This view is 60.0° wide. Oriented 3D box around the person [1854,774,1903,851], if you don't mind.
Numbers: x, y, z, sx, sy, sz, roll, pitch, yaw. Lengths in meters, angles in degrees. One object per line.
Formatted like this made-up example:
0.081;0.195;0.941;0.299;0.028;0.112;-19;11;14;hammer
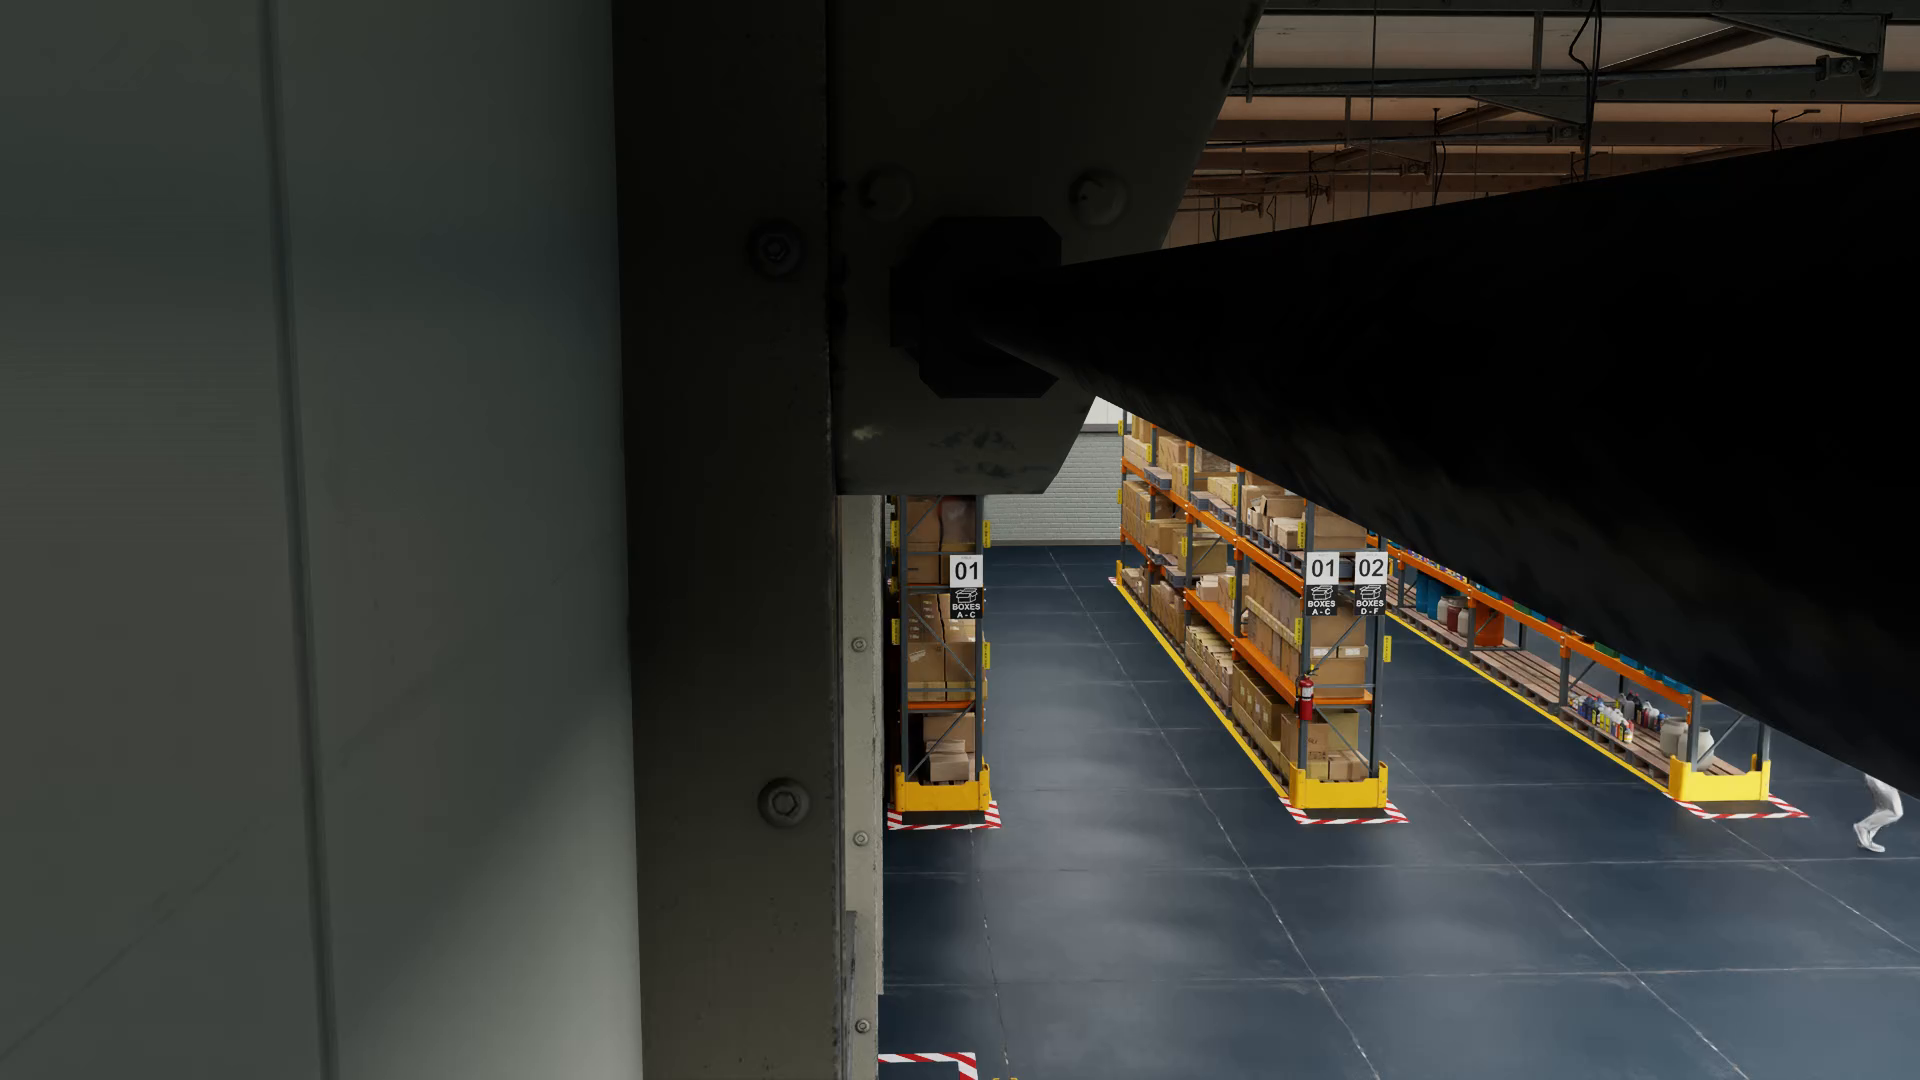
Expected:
10.537;2.733;18.960;0.536;1.664;0.630;5;10;29;person
